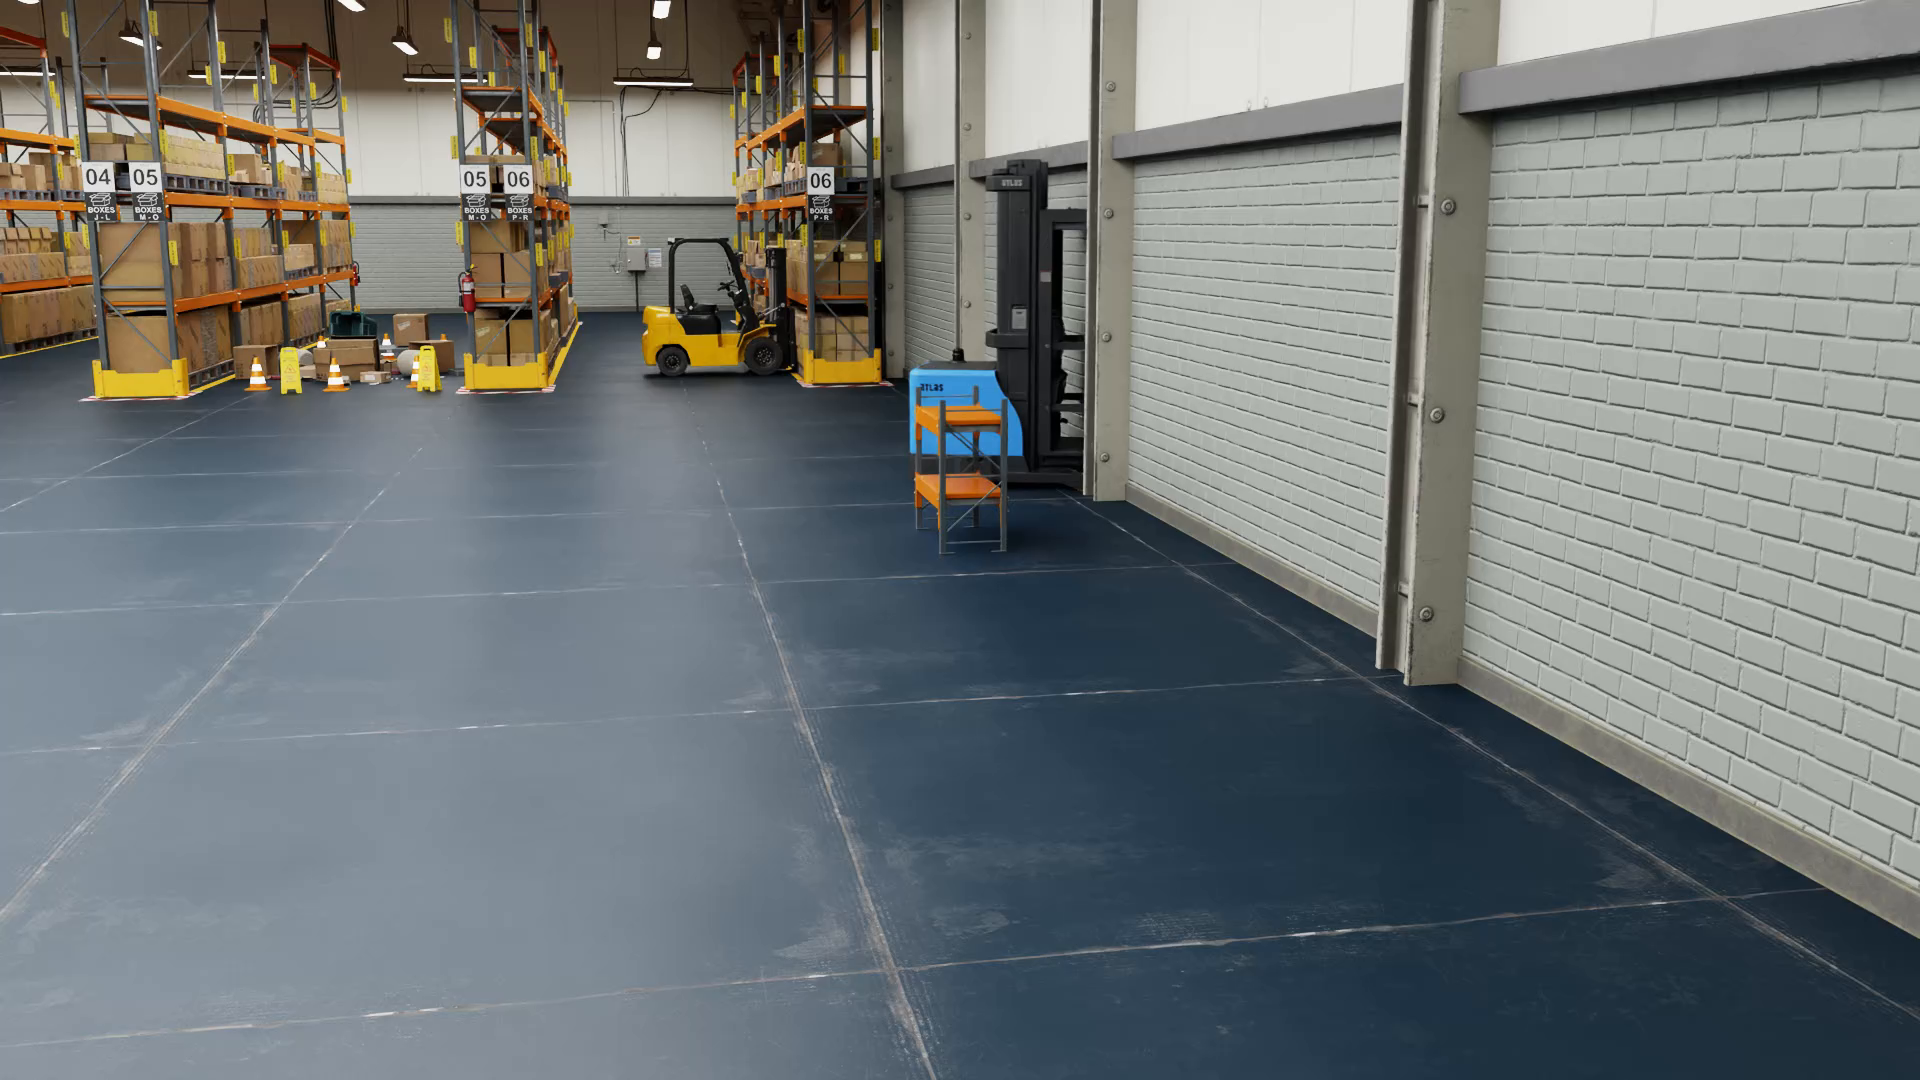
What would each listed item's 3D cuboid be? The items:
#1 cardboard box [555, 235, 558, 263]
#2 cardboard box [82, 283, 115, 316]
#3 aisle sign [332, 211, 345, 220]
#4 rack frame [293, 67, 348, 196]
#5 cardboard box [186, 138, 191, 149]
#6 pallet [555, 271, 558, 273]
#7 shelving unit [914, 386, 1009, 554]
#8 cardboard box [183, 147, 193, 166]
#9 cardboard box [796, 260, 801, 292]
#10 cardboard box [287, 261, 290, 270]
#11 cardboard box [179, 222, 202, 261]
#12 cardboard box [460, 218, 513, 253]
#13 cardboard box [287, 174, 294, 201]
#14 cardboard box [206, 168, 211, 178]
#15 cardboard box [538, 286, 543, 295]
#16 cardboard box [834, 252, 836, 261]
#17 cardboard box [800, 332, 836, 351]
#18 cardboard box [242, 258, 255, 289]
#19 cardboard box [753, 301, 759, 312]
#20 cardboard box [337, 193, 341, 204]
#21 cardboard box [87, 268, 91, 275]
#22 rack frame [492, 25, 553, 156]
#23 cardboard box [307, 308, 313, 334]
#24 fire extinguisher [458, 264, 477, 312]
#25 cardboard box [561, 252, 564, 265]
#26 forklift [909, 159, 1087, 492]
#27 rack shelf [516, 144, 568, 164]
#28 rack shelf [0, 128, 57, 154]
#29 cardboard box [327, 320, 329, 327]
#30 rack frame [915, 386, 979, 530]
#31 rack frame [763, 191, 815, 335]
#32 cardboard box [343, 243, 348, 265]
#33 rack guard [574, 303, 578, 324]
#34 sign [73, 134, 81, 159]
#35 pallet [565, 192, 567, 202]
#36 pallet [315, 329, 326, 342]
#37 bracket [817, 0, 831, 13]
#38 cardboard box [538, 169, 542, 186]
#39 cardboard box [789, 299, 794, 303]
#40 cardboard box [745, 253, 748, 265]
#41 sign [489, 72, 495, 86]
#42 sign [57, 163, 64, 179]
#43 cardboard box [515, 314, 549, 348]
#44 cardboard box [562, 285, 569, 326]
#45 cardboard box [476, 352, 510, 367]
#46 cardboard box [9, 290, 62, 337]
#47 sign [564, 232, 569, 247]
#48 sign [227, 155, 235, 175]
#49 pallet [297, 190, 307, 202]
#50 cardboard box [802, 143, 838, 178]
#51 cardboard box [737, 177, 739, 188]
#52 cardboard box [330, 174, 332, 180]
[{"bbox_3d":[-7.747,-5.414,30.932,0.500,0.500,0.500,-2,11,-12],"label":"cardboard box"},{"bbox_3d":[-19.116,-5.168,36.386,0.875,0.875,0.875,-2,11,-11],"label":"cardboard box"},{"bbox_3d":[-14.331,-7.750,38.440,0.394,0.787,0.004,-2,11,-11],"label":"aisle sign"},{"bbox_3d":[-14.611,-9.396,37.994,1.000,3.000,0.127,-2,11,-11],"label":"rack frame"},{"bbox_3d":[-11.498,-5.817,24.365,0.380,0.149,0.250,-2,11,-12],"label":"cardboard box"},{"bbox_3d":[-7.794,-4.724,30.008,1.003,0.211,1.213,-2,11,-11],"label":"pallet"},{"bbox_3d":[-0.001,-0.554,12.598,0.538,1.125,1.048,-2,11,-11],"label":"shelving unit"},{"bbox_3d":[-11.540,-5.599,24.284,0.500,0.250,0.500,-2,11,-11],"label":"cardboard box"},{"bbox_3d":[-2.340,-4.213,26.543,0.500,0.500,0.500,-2,11,-12],"label":"cardboard box"},{"bbox_3d":[-13.049,-5.252,31.819,0.380,0.149,0.250,-2,11,-8],"label":"cardboard box"},{"bbox_3d":[-11.706,-4.393,24.465,0.875,0.550,0.550,-2,11,-11],"label":"cardboard box"},{"bbox_3d":[-6.977,-4.485,24.500,0.700,0.500,0.500,-2,11,-12],"label":"cardboard box"},{"bbox_3d":[-13.009,-6.710,31.638,0.500,0.500,0.500,-2,11,-11],"label":"cardboard box"},{"bbox_3d":[-11.695,-5.612,25.418,0.380,0.149,0.250,-2,11,-10],"label":"cardboard box"},{"bbox_3d":[-6.566,-3.805,25.336,0.380,0.149,0.250,-2,11,-10],"label":"cardboard box"},{"bbox_3d":[-1.760,-4.423,25.910,0.380,0.149,0.250,-2,11,-12],"label":"cardboard box"},{"bbox_3d":[-2.196,-3.073,25.713,0.500,0.250,0.500,-2,11,-12],"label":"cardboard box"},{"bbox_3d":[-12.214,-4.496,28.027,0.500,0.500,0.500,-2,11,-11],"label":"cardboard box"},{"bbox_3d":[-4.256,-4.976,36.381,0.500,0.500,0.500,-2,11,-9],"label":"cardboard box"},{"bbox_3d":[-14.073,-7.590,36.930,0.500,0.250,0.500,-2,11,-9],"label":"cardboard box"},{"bbox_3d":[-18.655,-5.688,35.229,0.380,0.149,0.250,-2,11,-12],"label":"cardboard box"},{"bbox_3d":[-8.219,-8.127,31.328,1.000,3.000,0.127,-2,11,-11],"label":"rack frame"},{"bbox_3d":[-13.247,-4.378,33.241,0.500,0.500,0.500,-2,11,-12],"label":"cardboard box"},{"bbox_3d":[-7.093,-3.637,23.989,0.296,0.674,0.183,-2,11,-11],"label":"fire extinguisher"},{"bbox_3d":[-8.345,-5.734,33.864,0.500,0.250,0.500,-2,11,-10],"label":"cardboard box"},{"bbox_3d":[1.089,-1.977,15.243,3.031,2.935,1.130,2,11,8],"label":"forklift"},{"bbox_3d":[-9.386,-8.678,37.215,1.077,0.370,4.000,-2,11,-11],"label":"rack shelf"},{"bbox_3d":[-18.329,-7.584,31.467,1.077,0.370,4.000,-2,11,-11],"label":"rack shelf"},{"bbox_3d":[-13.589,-4.599,35.340,0.380,0.149,0.250,-3,11,-13],"label":"cardboard box"},{"bbox_3d":[-0.100,-0.647,13.088,0.500,1.125,0.032,-2,11,-11],"label":"rack frame"},{"bbox_3d":[-3.351,-5.361,32.841,1.000,3.000,0.127,-2,11,-11],"label":"rack frame"},{"bbox_3d":[-14.176,-6.476,37.637,0.500,0.500,0.500,-2,11,-12],"label":"cardboard box"},{"bbox_3d":[-9.780,-5.424,39.855,1.175,0.500,0.348,-2,11,-11],"label":"rack guard"},{"bbox_3d":[-12.034,-5.367,22.691,0.100,0.325,0.005,-2,11,-11],"label":"sign"},{"bbox_3d":[-9.380,-7.717,37.435,1.003,0.211,1.213,-2,11,-11],"label":"pallet"},{"bbox_3d":[-13.680,-4.202,34.211,1.003,0.211,1.213,-2,11,-11],"label":"pallet"},{"bbox_3d":[-2.481,-9.781,30.392,0.235,0.232,0.430,-2,11,-11],"label":"bracket"},{"bbox_3d":[-6.793,-5.642,25.899,0.500,0.250,0.500,-2,11,-10],"label":"cardboard box"},{"bbox_3d":[-3.299,-4.858,34.023,0.380,0.149,0.250,-2,11,-10],"label":"cardboard box"},{"bbox_3d":[-4.663,-6.435,38.089,0.500,0.250,0.500,-2,11,-11],"label":"cardboard box"},{"bbox_3d":[-8.763,-8.643,31.117,0.100,0.325,0.005,-2,11,-11],"label":"sign"},{"bbox_3d":[-18.188,-7.457,33.605,0.100,0.325,0.005,-2,11,-11],"label":"sign"},{"bbox_3d":[-6.750,-3.287,26.169,0.500,0.500,0.500,-2,11,-10],"label":"cardboard box"},{"bbox_3d":[-8.798,-4.965,35.321,0.875,0.875,0.875,-2,11,-9],"label":"cardboard box"},{"bbox_3d":[-7.089,-2.711,25.149,0.500,0.250,0.500,-2,11,-11],"label":"cardboard box"},{"bbox_3d":[-18.399,-4.435,32.536,1.225,0.875,0.875,-3,11,-13],"label":"cardboard box"},{"bbox_3d":[-8.467,-6.465,35.756,0.100,0.325,0.005,-2,11,-11],"label":"sign"},{"bbox_3d":[-11.733,-6.035,26.763,0.100,0.325,0.005,-2,11,-11],"label":"sign"},{"bbox_3d":[-13.613,-6.789,32.824,1.213,0.211,1.003,-2,11,-11],"label":"pallet"},{"bbox_3d":[-2.120,-5.744,25.174,0.500,0.500,0.500,-2,11,-9],"label":"cardboard box"},{"bbox_3d":[-4.987,-8.436,39.240,0.500,0.250,0.500,-2,11,-11],"label":"cardboard box"},{"bbox_3d":[-13.980,-7.957,36.453,0.380,0.149,0.250,-2,11,-13],"label":"cardboard box"}]
